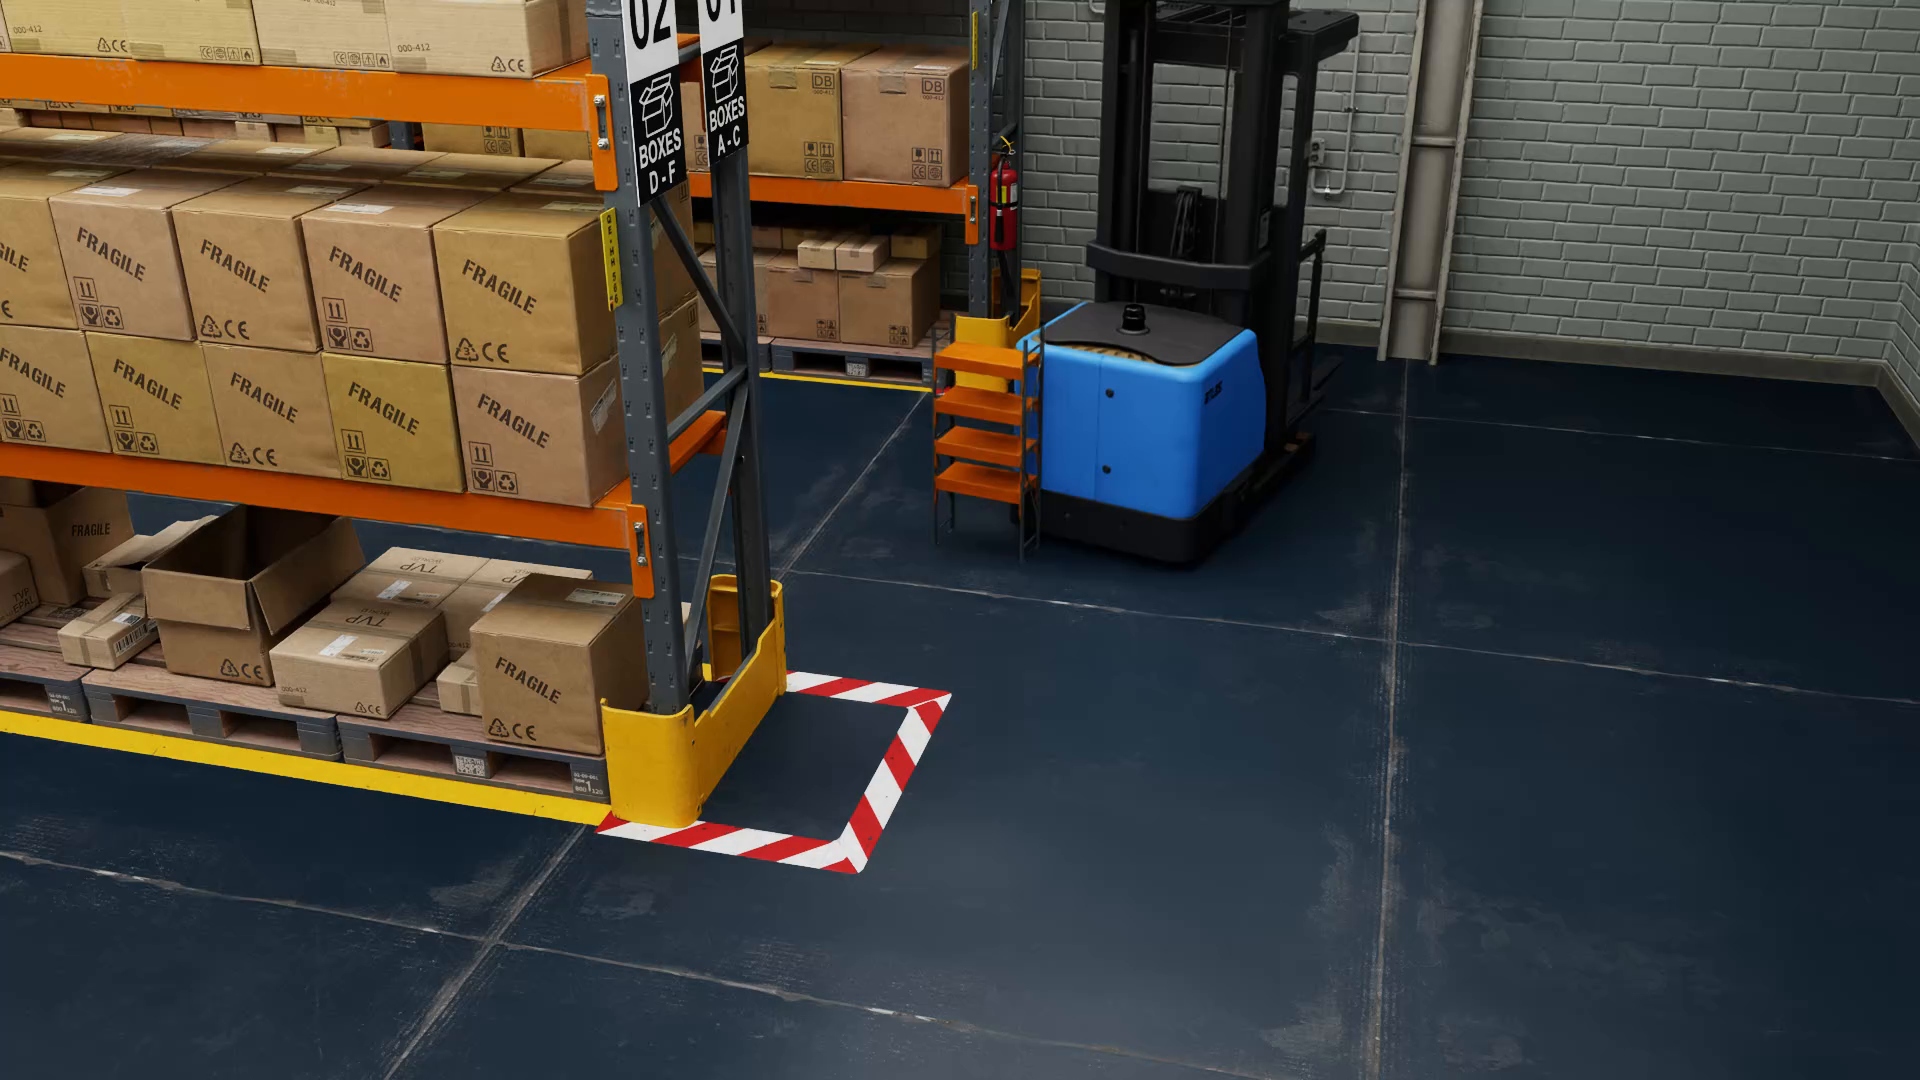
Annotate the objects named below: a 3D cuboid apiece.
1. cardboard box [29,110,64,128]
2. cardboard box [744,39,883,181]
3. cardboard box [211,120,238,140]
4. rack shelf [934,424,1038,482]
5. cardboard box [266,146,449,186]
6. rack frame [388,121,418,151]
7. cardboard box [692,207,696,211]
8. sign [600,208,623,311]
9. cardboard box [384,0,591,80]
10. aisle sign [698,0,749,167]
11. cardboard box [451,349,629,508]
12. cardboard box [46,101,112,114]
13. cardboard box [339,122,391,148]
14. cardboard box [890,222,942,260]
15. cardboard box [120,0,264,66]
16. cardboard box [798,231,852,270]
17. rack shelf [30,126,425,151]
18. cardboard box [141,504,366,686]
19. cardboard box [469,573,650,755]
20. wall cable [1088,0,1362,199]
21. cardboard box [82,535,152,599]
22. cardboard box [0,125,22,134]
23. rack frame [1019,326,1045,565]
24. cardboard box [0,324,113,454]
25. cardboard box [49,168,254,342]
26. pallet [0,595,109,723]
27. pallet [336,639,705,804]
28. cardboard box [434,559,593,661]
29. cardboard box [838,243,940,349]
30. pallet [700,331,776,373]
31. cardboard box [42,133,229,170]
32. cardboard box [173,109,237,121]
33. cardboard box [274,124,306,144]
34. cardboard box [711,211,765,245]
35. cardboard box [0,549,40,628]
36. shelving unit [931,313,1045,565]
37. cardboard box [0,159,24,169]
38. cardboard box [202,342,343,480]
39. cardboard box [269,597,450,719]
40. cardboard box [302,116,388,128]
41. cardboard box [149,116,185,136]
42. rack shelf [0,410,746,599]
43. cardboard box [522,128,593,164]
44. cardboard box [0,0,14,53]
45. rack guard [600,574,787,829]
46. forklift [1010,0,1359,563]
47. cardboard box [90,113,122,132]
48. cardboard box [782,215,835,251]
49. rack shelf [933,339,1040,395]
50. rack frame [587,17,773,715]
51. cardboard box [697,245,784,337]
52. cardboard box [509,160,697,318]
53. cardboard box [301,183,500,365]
[{"bbox_3d":[-6.495,-3.102,12.044,0.250,0.149,0.380,6,26,12],"label":"cardboard box"},{"bbox_3d":[-0.964,-2.810,10.814,0.700,0.700,0.980,6,26,13],"label":"cardboard box"},{"bbox_3d":[-5.013,-2.915,11.652,0.250,0.149,0.380,6,26,13],"label":"cardboard box"},{"bbox_3d":[0.138,-0.445,8.446,0.480,0.148,0.258,11,28,22],"label":"rack shelf"},{"bbox_3d":[-2.346,-1.251,6.608,0.500,0.500,0.500,7,26,14],"label":"cardboard box"},{"bbox_3d":[-3.635,-2.979,11.519,0.127,3.000,1.000,6,26,13],"label":"rack frame"},{"bbox_3d":[-2.016,-2.198,11.542,0.250,0.149,0.380,7,26,14],"label":"cardboard box"},{"bbox_3d":[-1.148,-0.925,5.489,0.005,0.325,0.100,6,26,13],"label":"sign"},{"bbox_3d":[-1.554,-1.720,5.559,0.500,0.250,0.500,6,26,13],"label":"cardboard box"},{"bbox_3d":[-0.852,-1.777,5.969,0.004,0.787,0.394,6,26,13],"label":"aisle sign"},{"bbox_3d":[-1.492,-0.468,6.128,0.500,0.500,0.500,7,26,15],"label":"cardboard box"},{"bbox_3d":[-6.117,-3.324,11.757,0.500,0.500,0.500,6,26,13],"label":"cardboard box"},{"bbox_3d":[-4.033,-2.793,11.397,0.250,0.149,0.380,7,26,13],"label":"cardboard box"},{"bbox_3d":[-0.293,-2.008,11.143,0.250,0.149,0.380,6,26,13],"label":"cardboard box"},{"bbox_3d":[-2.523,-1.827,5.782,0.500,0.250,0.500,6,26,13],"label":"cardboard box"},{"bbox_3d":[-0.881,-1.903,10.923,0.250,0.149,0.380,7,26,14],"label":"cardboard box"},{"bbox_3d":[-5.572,-2.869,12.123,4.000,0.370,1.077,6,26,13],"label":"rack shelf"},{"bbox_3d":[-3.044,0.211,7.210,0.637,0.503,0.797,6,26,13],"label":"cardboard box"},{"bbox_3d":[-1.579,0.486,6.636,0.500,0.500,0.500,6,26,13],"label":"cardboard box"},{"bbox_3d":[1.715,-3.267,10.940,1.851,1.984,0.084,6,26,13],"label":"wall cable"},{"bbox_3d":[-3.864,0.130,7.792,0.250,0.149,0.380,6,26,13],"label":"cardboard box"},{"bbox_3d":[-4.311,-1.467,7.062,0.500,0.500,0.500,6,26,13],"label":"cardboard box"},{"bbox_3d":[0.360,-0.463,8.326,0.015,1.200,0.240,11,28,22],"label":"rack frame"},{"bbox_3d":[-3.458,-0.686,6.585,0.500,0.500,0.500,6,26,13],"label":"cardboard box"},{"bbox_3d":[-2.981,-1.081,6.251,0.500,0.500,0.500,7,26,15],"label":"cardboard box"},{"bbox_3d":[-4.200,0.416,7.630,1.213,0.211,1.003,6,26,13],"label":"pallet"},{"bbox_3d":[-1.837,0.678,7.082,1.213,0.211,1.003,6,26,13],"label":"pallet"},{"bbox_3d":[-1.931,0.325,7.266,0.500,0.250,0.500,6,26,13],"label":"cardboard box"},{"bbox_3d":[-0.464,-1.645,11.136,0.500,0.500,0.700,6,26,13],"label":"cardboard box"},{"bbox_3d":[-1.732,-1.477,11.606,1.213,0.211,1.003,6,26,13],"label":"pallet"},{"bbox_3d":[-3.326,-1.359,6.836,0.500,0.500,0.500,7,26,13],"label":"cardboard box"},{"bbox_3d":[-5.125,-3.220,11.539,0.500,0.500,0.500,6,26,13],"label":"cardboard box"},{"bbox_3d":[-4.522,-2.857,11.531,0.250,0.149,0.380,7,26,15],"label":"cardboard box"},{"bbox_3d":[-1.521,-2.143,11.427,0.250,0.149,0.380,7,26,14],"label":"cardboard box"},{"bbox_3d":[-4.512,0.234,7.386,0.500,0.311,0.500,6,26,13],"label":"cardboard box"},{"bbox_3d":[0.138,-0.506,8.417,0.503,1.200,0.258,11,28,22],"label":"shelving unit"},{"bbox_3d":[-3.979,-1.191,6.482,0.500,0.500,0.500,5,26,11],"label":"cardboard box"},{"bbox_3d":[-2.477,-0.578,6.358,0.500,0.500,0.500,7,26,13],"label":"cardboard box"},{"bbox_3d":[-2.491,0.484,6.930,0.500,0.250,0.500,6,26,13],"label":"cardboard box"},{"bbox_3d":[-4.144,-3.112,11.312,0.500,0.500,0.500,6,26,12],"label":"cardboard box"},{"bbox_3d":[-5.506,-2.981,11.791,0.250,0.149,0.380,7,26,15],"label":"cardboard box"},{"bbox_3d":[-2.928,-0.378,6.891,4.000,0.370,1.077,6,26,13],"label":"rack shelf"},{"bbox_3d":[-2.408,-2.970,11.149,0.700,0.700,0.980,6,26,12],"label":"cardboard box"},{"bbox_3d":[-3.488,-1.939,6.018,0.500,0.250,0.500,6,26,13],"label":"cardboard box"},{"bbox_3d":[-1.064,0.632,6.841,0.348,0.500,1.175,6,26,13],"label":"rack guard"},{"bbox_3d":[1.429,-1.803,9.127,1.130,2.935,3.031,14,29,26],"label":"forklift"},{"bbox_3d":[-5.994,-3.045,11.926,0.250,0.149,0.380,7,26,14],"label":"cardboard box"},{"bbox_3d":[-1.026,-2.089,11.313,0.250,0.149,0.380,7,26,13],"label":"cardboard box"},{"bbox_3d":[0.138,-0.861,8.248,0.480,0.148,0.258,11,28,22],"label":"rack shelf"},{"bbox_3d":[-0.991,-0.489,6.287,0.127,3.000,1.000,6,26,13],"label":"rack frame"},{"bbox_3d":[-1.435,-1.753,11.361,0.500,0.500,0.700,5,26,11],"label":"cardboard box"},{"bbox_3d":[-1.355,-1.142,6.380,0.500,0.500,0.500,7,26,15],"label":"cardboard box"},{"bbox_3d":[-1.980,-0.972,6.023,0.500,0.500,0.500,7,26,14],"label":"cardboard box"}]
